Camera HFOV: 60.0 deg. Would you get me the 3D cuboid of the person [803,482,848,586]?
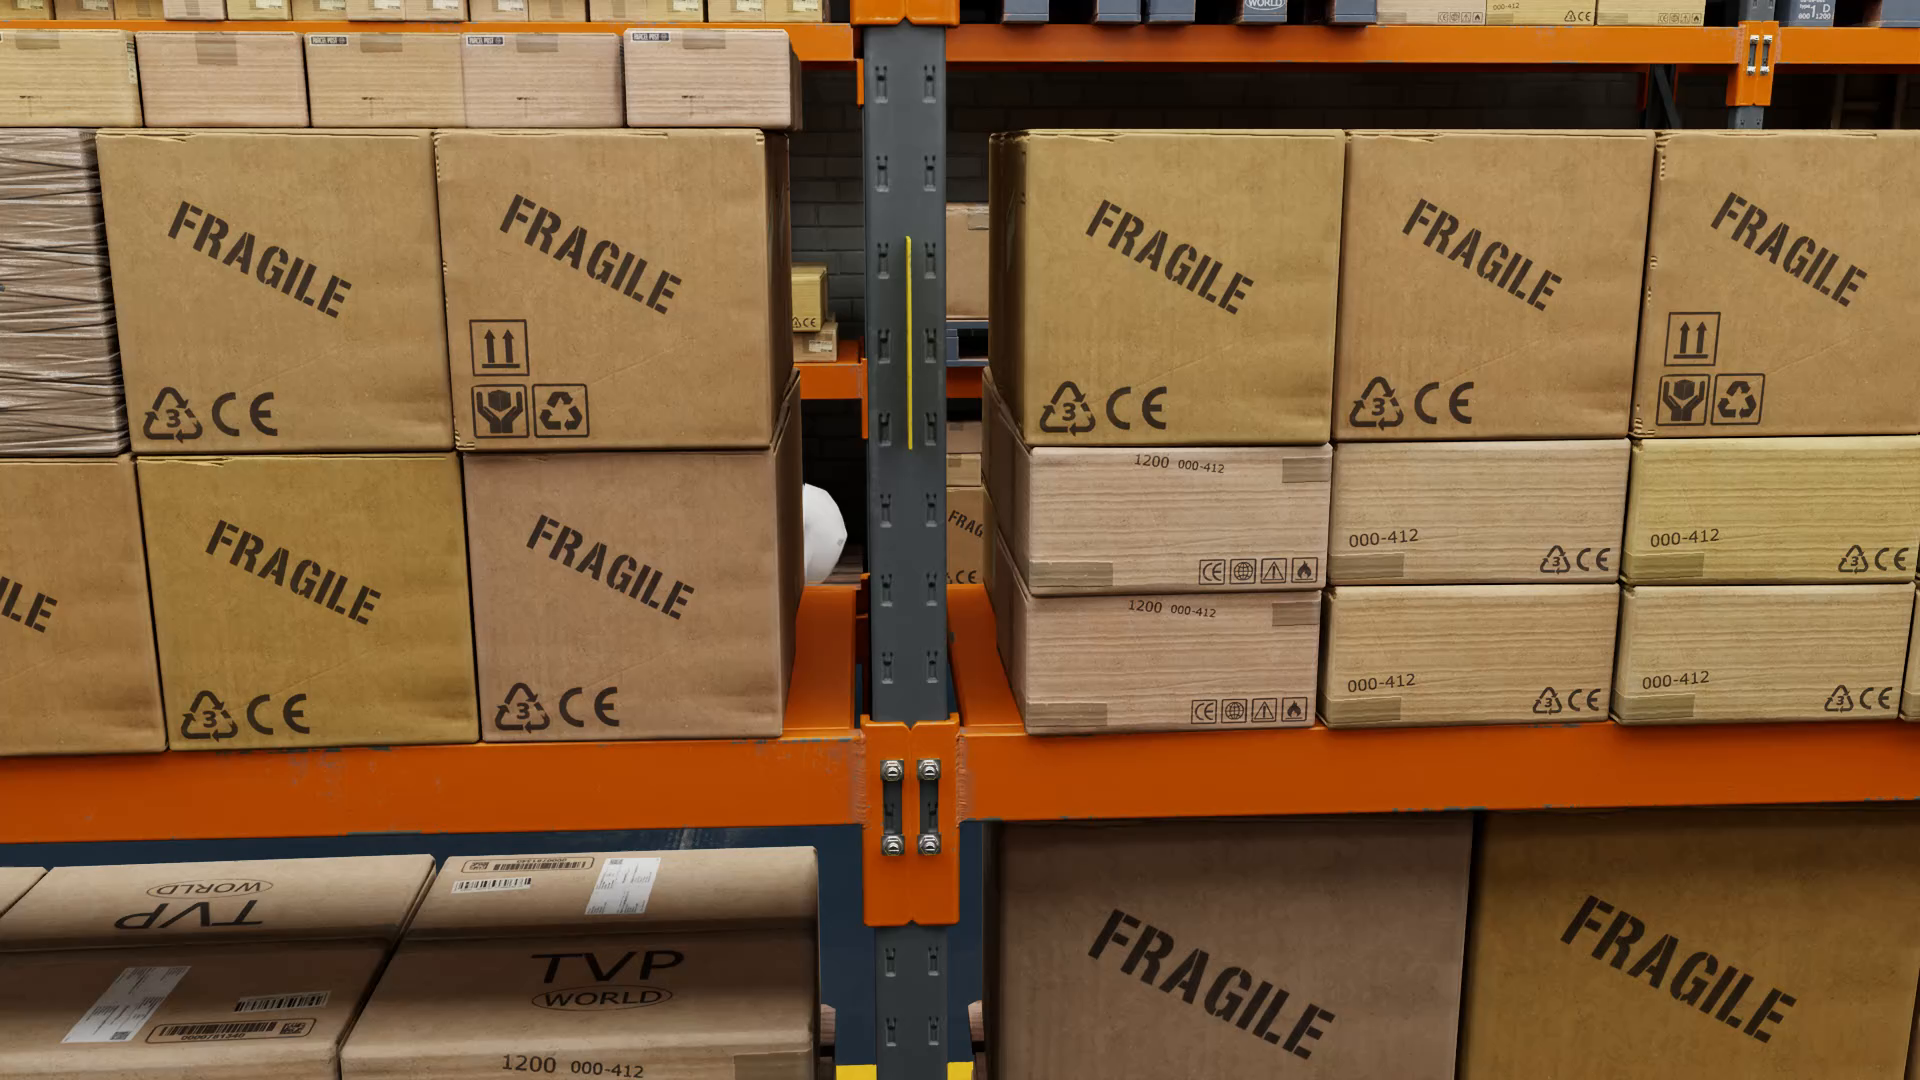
[{"bbox_3d":[-0.918,0.247,6.636,0.942,1.010,0.591,-1,13,-6],"label":"person"}]
